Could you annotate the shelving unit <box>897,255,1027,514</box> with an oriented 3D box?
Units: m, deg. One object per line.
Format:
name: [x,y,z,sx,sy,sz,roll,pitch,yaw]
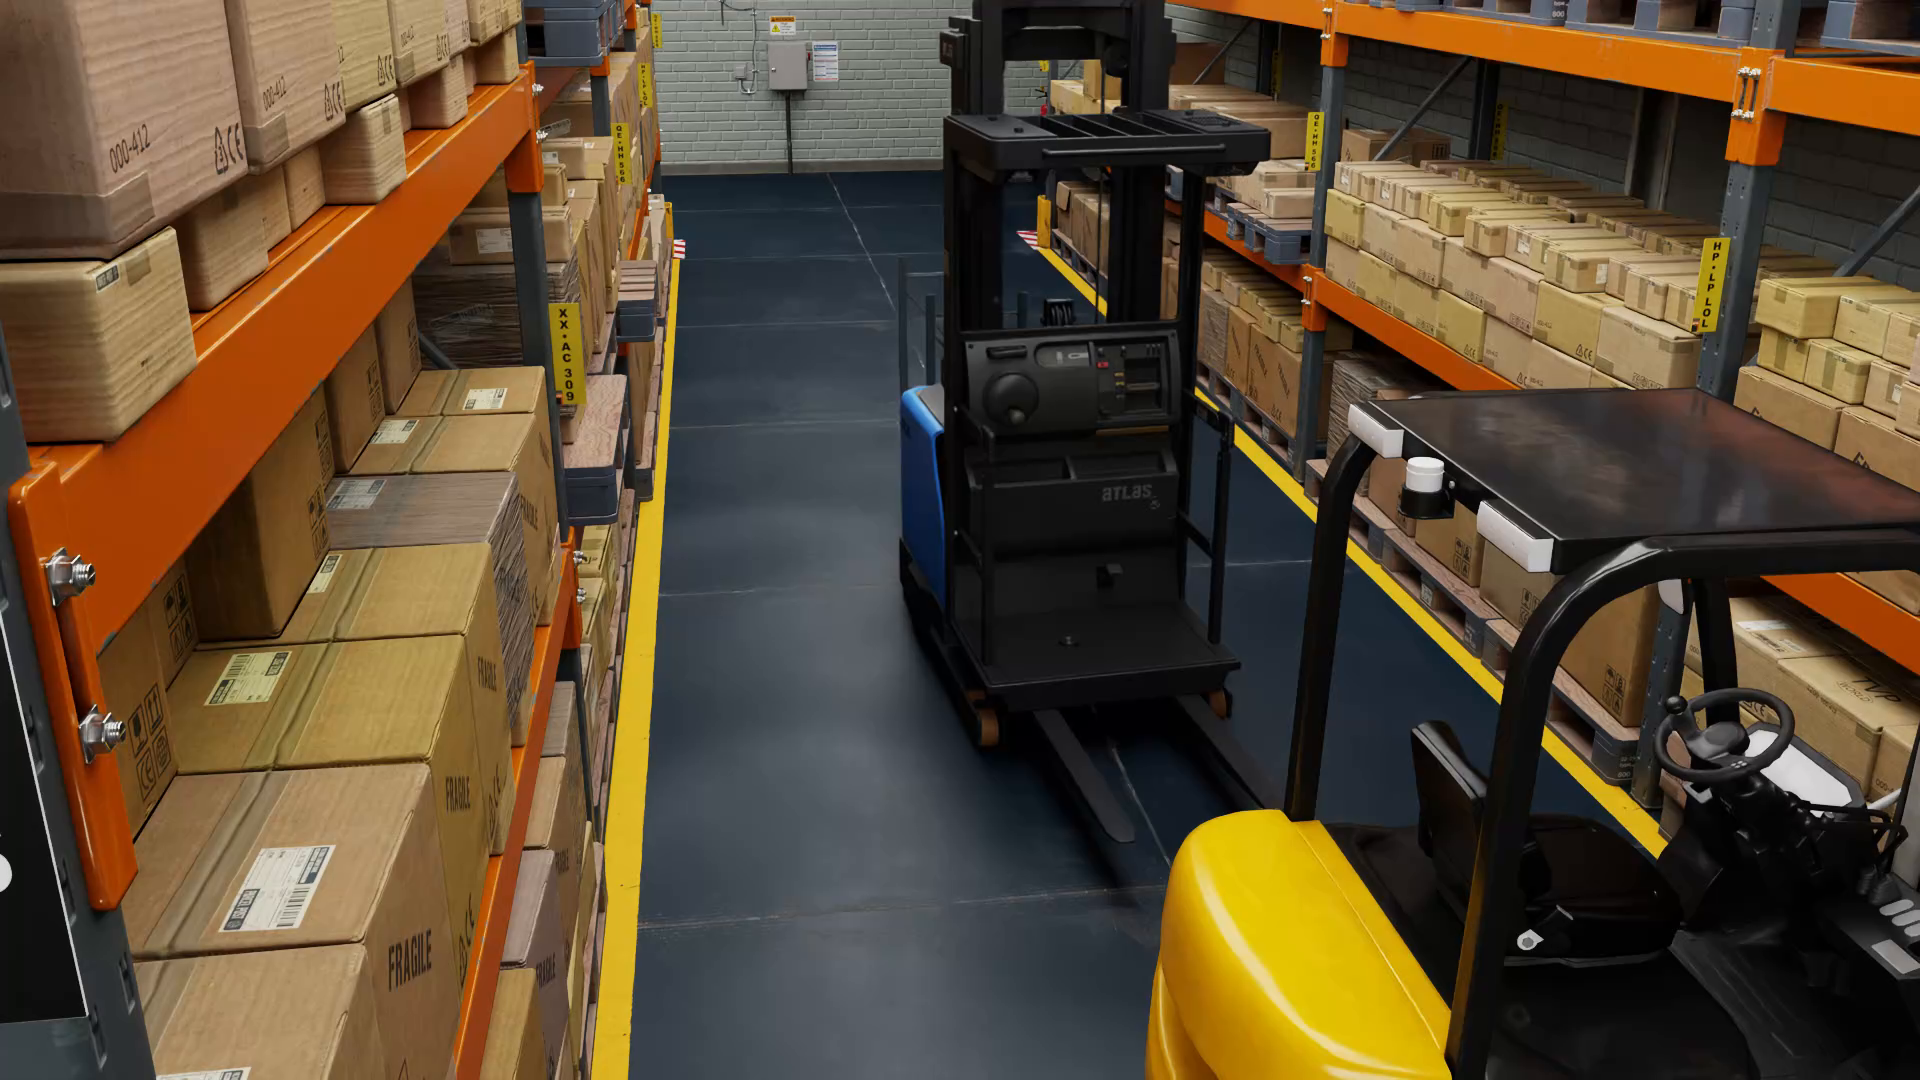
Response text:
shelving unit: [-0.005,-0.686,8.909,0.538,1.500,1.048,-3,21,-9]

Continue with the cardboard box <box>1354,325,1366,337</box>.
cardboard box: [2.774,-1.409,10.746,0.380,0.149,0.250,-2,21,-6]

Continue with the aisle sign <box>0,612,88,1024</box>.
aisle sign: [-0.890,0.020,1.160,0.394,0.787,0.004,-3,21,-8]

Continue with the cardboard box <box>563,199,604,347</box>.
cardboard box: [-1.696,-1.058,6.594,0.500,0.500,0.500,-3,21,-8]

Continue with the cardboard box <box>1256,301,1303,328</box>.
cardboard box: [2.167,-1.464,10.893,0.380,0.149,0.250,-4,21,-10]

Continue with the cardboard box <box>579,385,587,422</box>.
cardboard box: [-1.576,-0.526,6.097,0.380,0.149,0.250,-2,21,-7]

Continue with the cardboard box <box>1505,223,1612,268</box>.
cardboard box: [2.647,-1.303,7.349,0.380,0.149,0.250,-3,21,-7]

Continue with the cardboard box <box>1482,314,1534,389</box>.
cardboard box: [2.679,-0.843,7.400,0.500,0.250,0.500,-3,21,-7]

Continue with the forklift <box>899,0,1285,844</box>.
forklift: [0.530,-0.656,6.784,1.130,2.935,3.031,-5,21,-12]

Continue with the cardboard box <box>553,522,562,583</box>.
cardboard box: [-1.434,0.061,5.126,0.380,0.149,0.250,-3,21,-8]

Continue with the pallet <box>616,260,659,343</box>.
pallet: [-2.150,-1.207,8.434,1.213,0.211,1.003,-3,21,-8]

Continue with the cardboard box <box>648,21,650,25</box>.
cardboard box: [-3.207,-4.668,15.856,0.500,0.500,0.500,-2,21,-6]

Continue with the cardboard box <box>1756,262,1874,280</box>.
cardboard box: [3.304,-0.983,6.492,0.380,0.149,0.250,-4,21,-10]

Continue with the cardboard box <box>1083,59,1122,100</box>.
cardboard box: [1.415,-4.290,15.132,0.500,0.500,0.500,-2,21,-6]

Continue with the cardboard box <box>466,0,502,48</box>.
cardboard box: [-1.378,-1.313,3.947,0.500,0.250,0.500,-3,21,-9]

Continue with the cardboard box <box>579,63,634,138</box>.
cardboard box: [-2.487,-2.941,11.231,0.500,0.500,0.500,-2,21,-6]

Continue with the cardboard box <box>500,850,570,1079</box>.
cardboard box: [-1.281,1.131,4.159,0.500,0.500,0.500,-2,21,-5]

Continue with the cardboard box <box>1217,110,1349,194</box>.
cardboard box: [2.134,-2.591,11.117,0.797,0.503,0.637,-3,21,-9]

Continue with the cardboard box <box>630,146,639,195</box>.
cardboard box: [-2.380,-2.418,10.904,0.500,0.250,0.500,-3,21,-7]

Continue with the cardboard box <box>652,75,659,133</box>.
cardboard box: [-3.180,-4.201,16.034,0.500,0.500,0.500,-3,21,-7]

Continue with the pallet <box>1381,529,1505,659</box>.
pallet: [2.805,0.225,8.312,1.003,0.211,1.213,-3,21,-8]

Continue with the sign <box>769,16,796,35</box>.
sign: [-2.333,-6.770,21.875,0.339,0.242,0.001,-3,21,-8]

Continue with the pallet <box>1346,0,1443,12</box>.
pallet: [2.739,-2.876,8.612,1.213,0.211,1.003,-2,21,-5]

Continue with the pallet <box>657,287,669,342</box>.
pallet: [-2.967,-1.884,13.958,1.003,0.211,1.213,-3,21,-8]

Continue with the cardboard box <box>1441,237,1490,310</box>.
cardboard box: [2.602,-1.256,7.793,0.500,0.250,0.500,-3,21,-7]

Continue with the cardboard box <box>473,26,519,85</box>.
cardboard box: [-1.434,-1.347,4.606,0.380,0.149,0.250,-3,21,-7]

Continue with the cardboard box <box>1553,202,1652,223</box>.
cardboard box: [3.040,-1.507,7.895,0.380,0.149,0.250,-2,21,-6]

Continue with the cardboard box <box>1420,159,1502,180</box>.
cardboard box: [2.800,-2.038,9.315,0.380,0.149,0.250,-2,21,-6]

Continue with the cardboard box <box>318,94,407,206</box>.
cardboard box: [-1.122,-0.634,2.698,0.380,0.149,0.250,-3,21,-7]

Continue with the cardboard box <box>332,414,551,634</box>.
cardboard box: [-1.391,-0.020,4.415,0.500,0.500,0.500,-2,21,-6]

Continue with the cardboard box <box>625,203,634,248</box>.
cardboard box: [-2.342,-2.009,10.521,0.500,0.250,0.500,-2,21,-6]

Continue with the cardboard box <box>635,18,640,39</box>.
cardboard box: [-2.840,-4.221,13.732,0.380,0.149,0.250,-4,21,-9]

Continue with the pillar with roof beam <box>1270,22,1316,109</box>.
pillar with roof beam: [-1.492,-6.054,12.565,9.100,9.000,0.400,-3,21,-8]

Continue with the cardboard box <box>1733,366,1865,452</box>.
cardboard box: [2.935,-0.285,5.548,0.500,0.500,0.500,-3,21,-9]

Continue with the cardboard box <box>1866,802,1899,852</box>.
cardboard box: [3.029,0.984,4.908,0.500,0.250,0.500,-3,21,-8]

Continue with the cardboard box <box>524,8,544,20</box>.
cardboard box: [-2.110,-2.465,7.094,0.797,0.503,0.637,-3,21,-8]

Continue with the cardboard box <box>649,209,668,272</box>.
cardboard box: [-3.177,-2.764,15.392,0.875,0.438,0.875,-2,21,-6]

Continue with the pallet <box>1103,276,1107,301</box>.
pallet: [1.878,-2.106,14.553,1.003,0.211,1.213,-3,21,-8]

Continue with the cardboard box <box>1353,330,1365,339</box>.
cardboard box: [2.718,-1.146,10.971,0.500,0.500,0.500,-3,21,-8]

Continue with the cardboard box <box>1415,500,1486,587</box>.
cardboard box: [2.828,-0.198,8.254,0.875,0.625,0.625,-4,21,-10]

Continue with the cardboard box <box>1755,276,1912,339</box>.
cardboard box: [2.882,-0.769,5.494,0.380,0.149,0.250,-2,21,-7]

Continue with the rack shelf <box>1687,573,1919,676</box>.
rack shelf: [3.418,0.625,4.284,1.077,0.370,4.000,-3,21,-8]

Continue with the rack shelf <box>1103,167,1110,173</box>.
rack shelf: [1.688,-3.530,15.409,1.077,0.370,4.000,-3,21,-8]

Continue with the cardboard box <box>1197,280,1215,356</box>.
cardboard box: [1.977,-1.665,12.358,0.500,0.500,0.500,-4,21,-9]

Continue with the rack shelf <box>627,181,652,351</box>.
rack shelf: [-2.647,-1.893,11.027,1.077,0.370,4.000,-3,21,-8]

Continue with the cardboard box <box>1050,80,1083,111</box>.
cardboard box: [1.198,-4.458,16.654,0.500,0.250,0.500,-3,21,-7]

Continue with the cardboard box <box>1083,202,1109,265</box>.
cardboard box: [1.456,-2.883,15.619,0.500,0.500,0.500,-3,21,-7]

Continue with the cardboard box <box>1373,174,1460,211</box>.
cardboard box: [2.409,-1.835,8.772,0.380,0.149,0.250,-2,21,-6]

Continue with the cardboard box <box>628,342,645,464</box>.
cardboard box: [-2.376,-0.983,9.997,0.875,0.875,0.875,-3,21,-8]

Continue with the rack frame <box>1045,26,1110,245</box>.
rack frame: [1.399,-4.559,17.137,1.000,3.000,0.127,-3,21,-8]

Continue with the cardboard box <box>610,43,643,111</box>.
cardboard box: [-2.764,-3.615,13.037,0.500,0.500,0.500,-3,21,-7]

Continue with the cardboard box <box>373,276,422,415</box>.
cardboard box: [-1.933,-0.644,4.657,0.700,0.500,0.500,-3,21,-8]

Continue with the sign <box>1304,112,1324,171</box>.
sign: [2.017,-2.264,9.450,0.100,0.325,0.005,-3,21,-8]

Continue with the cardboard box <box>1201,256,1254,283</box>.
cardboard box: [1.981,-2.004,12.339,0.380,0.149,0.250,-3,21,-8]
